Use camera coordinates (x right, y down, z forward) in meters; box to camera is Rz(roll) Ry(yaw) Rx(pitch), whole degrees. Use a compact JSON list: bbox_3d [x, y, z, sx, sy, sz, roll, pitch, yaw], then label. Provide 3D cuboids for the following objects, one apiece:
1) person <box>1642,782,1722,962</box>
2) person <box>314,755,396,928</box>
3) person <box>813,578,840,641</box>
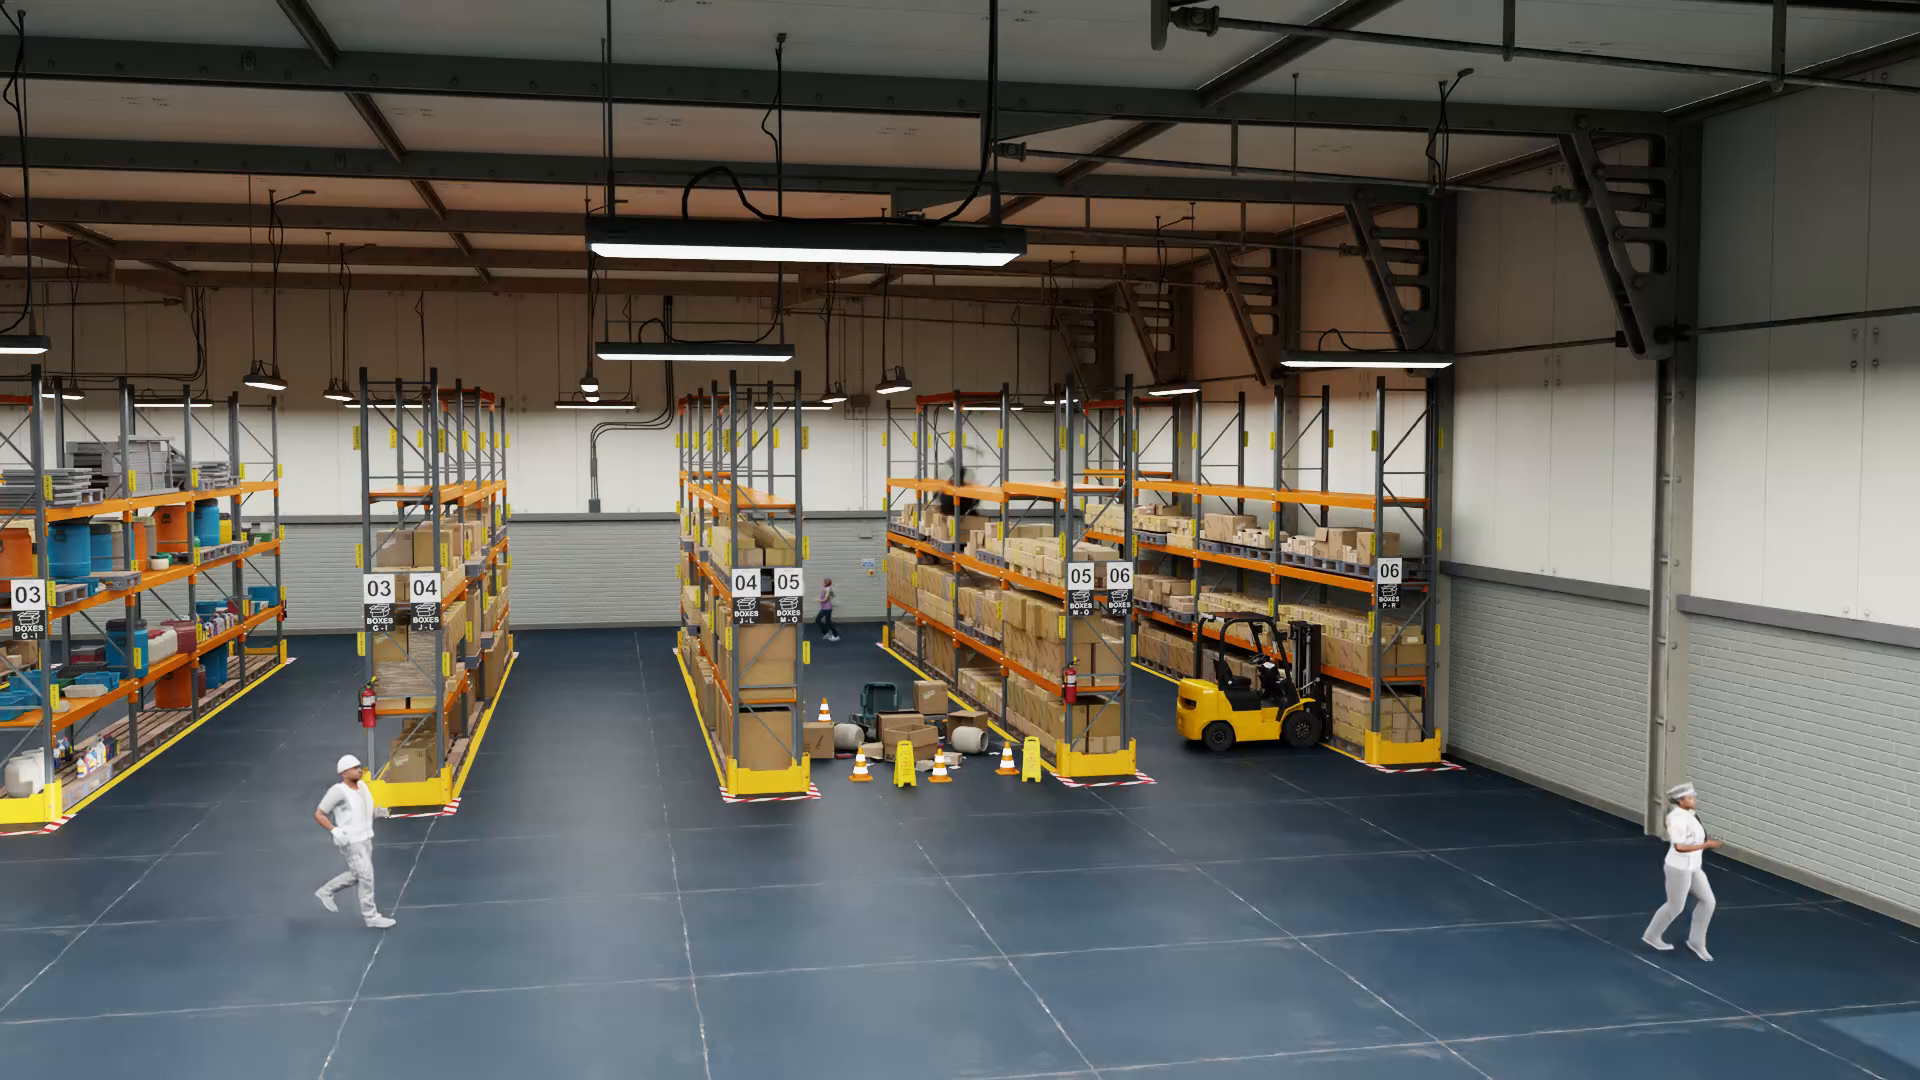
[{"bbox_3d":[6.996,3.201,16.071,0.714,1.757,0.556,3,5,42],"label":"person"},{"bbox_3d":[-6.254,3.092,17.115,0.946,1.763,0.696,1,3,10],"label":"person"},{"bbox_3d":[-3.334,1.738,41.415,0.669,1.600,0.504,-1,4,-15],"label":"person"}]
